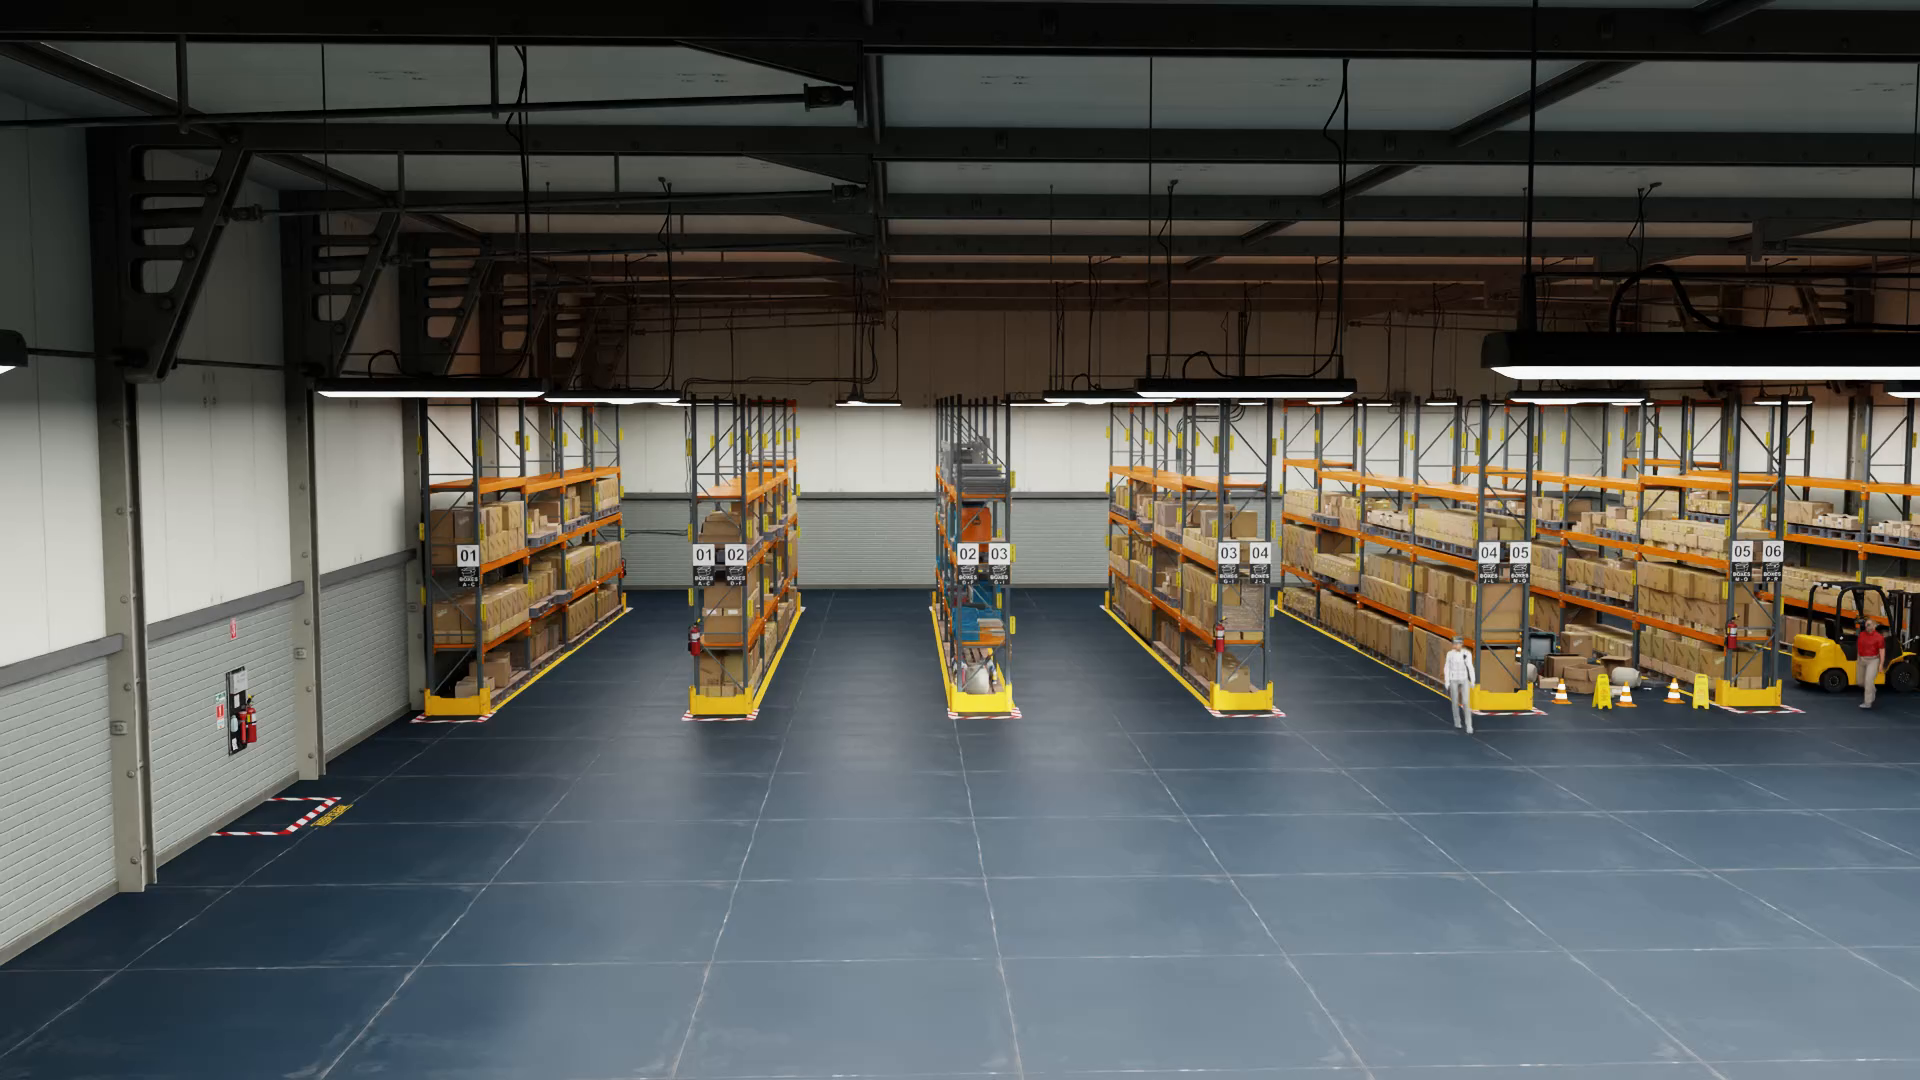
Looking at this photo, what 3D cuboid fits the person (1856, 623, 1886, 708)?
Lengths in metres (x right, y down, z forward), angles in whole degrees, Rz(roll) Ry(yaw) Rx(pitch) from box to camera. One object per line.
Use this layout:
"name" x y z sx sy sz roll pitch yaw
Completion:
"person" 17.499 2.390 31.911 0.840 1.607 0.523 -3 5 -33

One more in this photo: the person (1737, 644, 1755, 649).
"person" 16.982 2.014 36.008 0.614 1.760 0.789 0 5 -6

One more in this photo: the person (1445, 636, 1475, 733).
"person" 8.942 2.556 29.686 0.549 1.671 0.622 2 5 26
